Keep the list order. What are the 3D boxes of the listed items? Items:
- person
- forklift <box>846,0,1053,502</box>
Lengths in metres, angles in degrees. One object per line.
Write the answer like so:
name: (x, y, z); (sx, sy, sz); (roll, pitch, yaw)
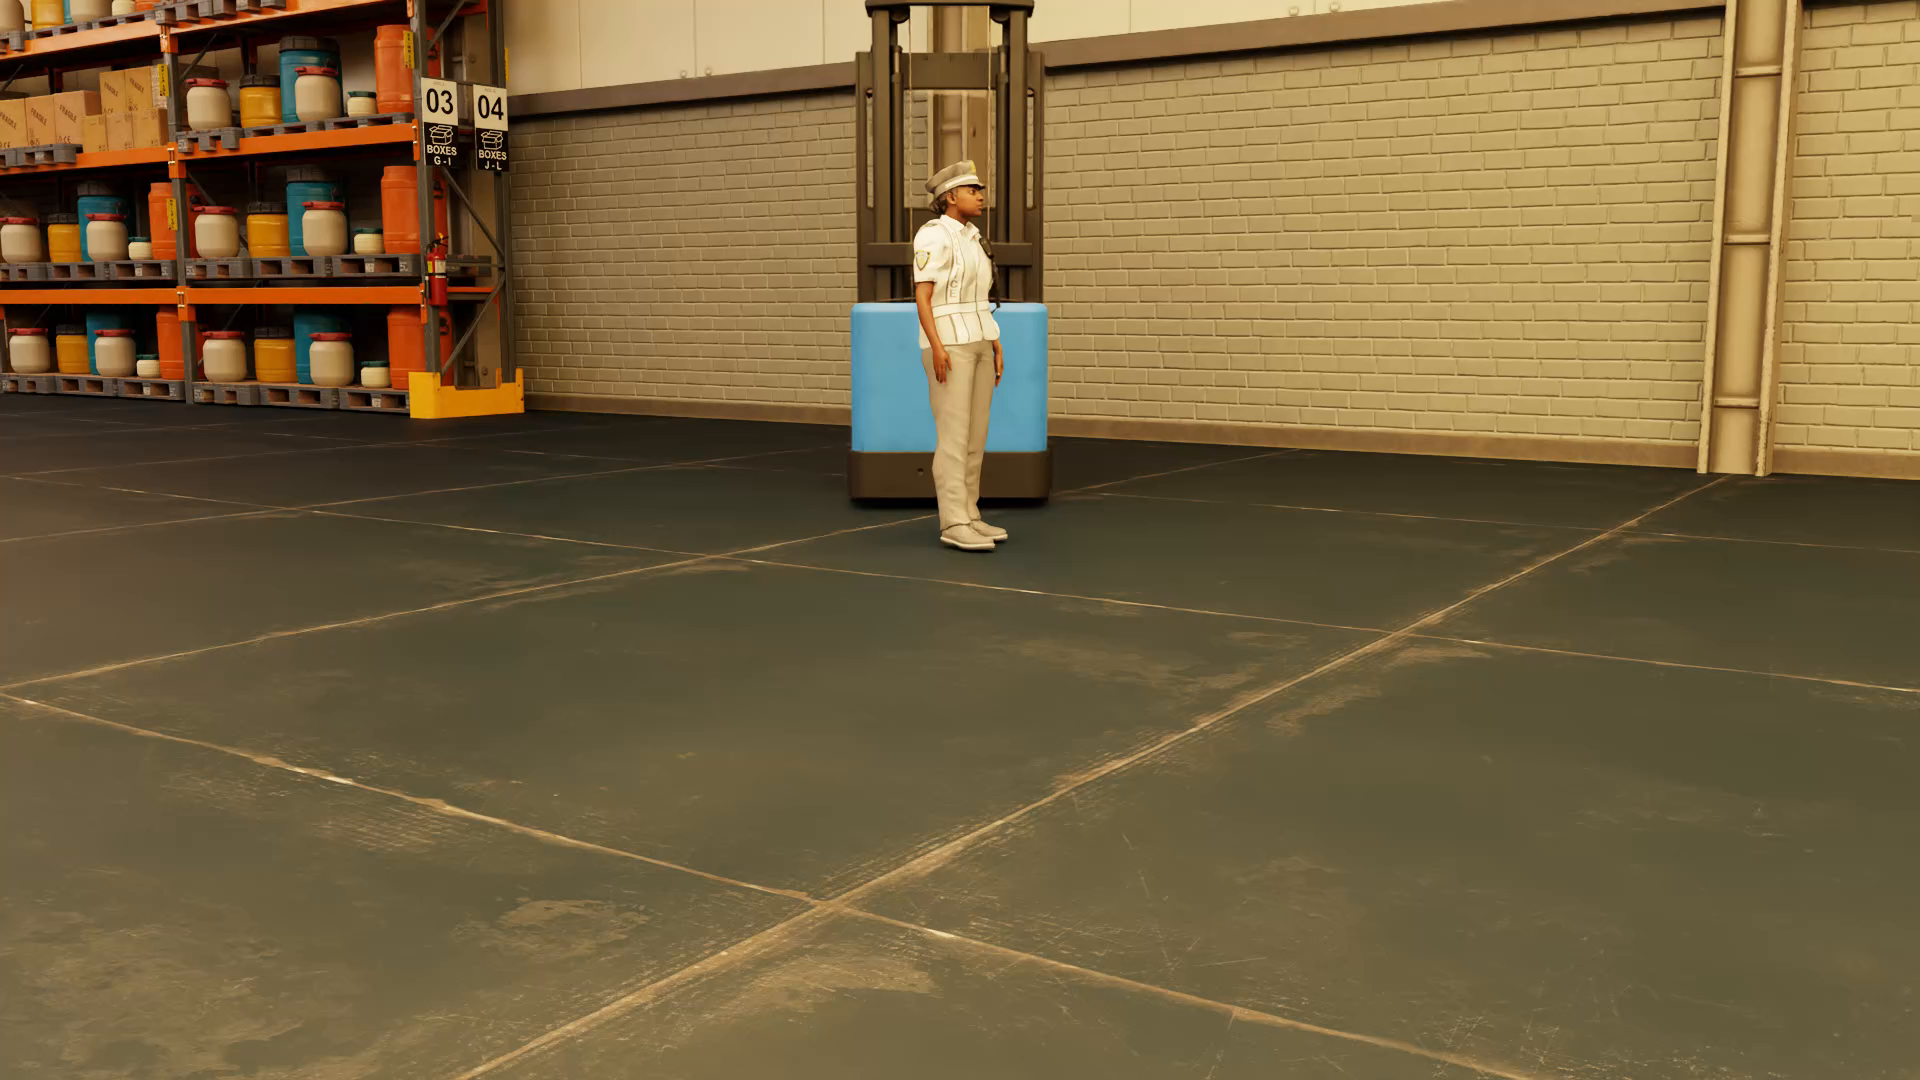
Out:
person: (0.052, -0.838, 7.425); (0.528, 1.697, 0.570); (5, 10, 34)
forklift: (-0.058, -1.810, 9.924); (1.130, 2.935, 3.031); (0, 8, 0)
